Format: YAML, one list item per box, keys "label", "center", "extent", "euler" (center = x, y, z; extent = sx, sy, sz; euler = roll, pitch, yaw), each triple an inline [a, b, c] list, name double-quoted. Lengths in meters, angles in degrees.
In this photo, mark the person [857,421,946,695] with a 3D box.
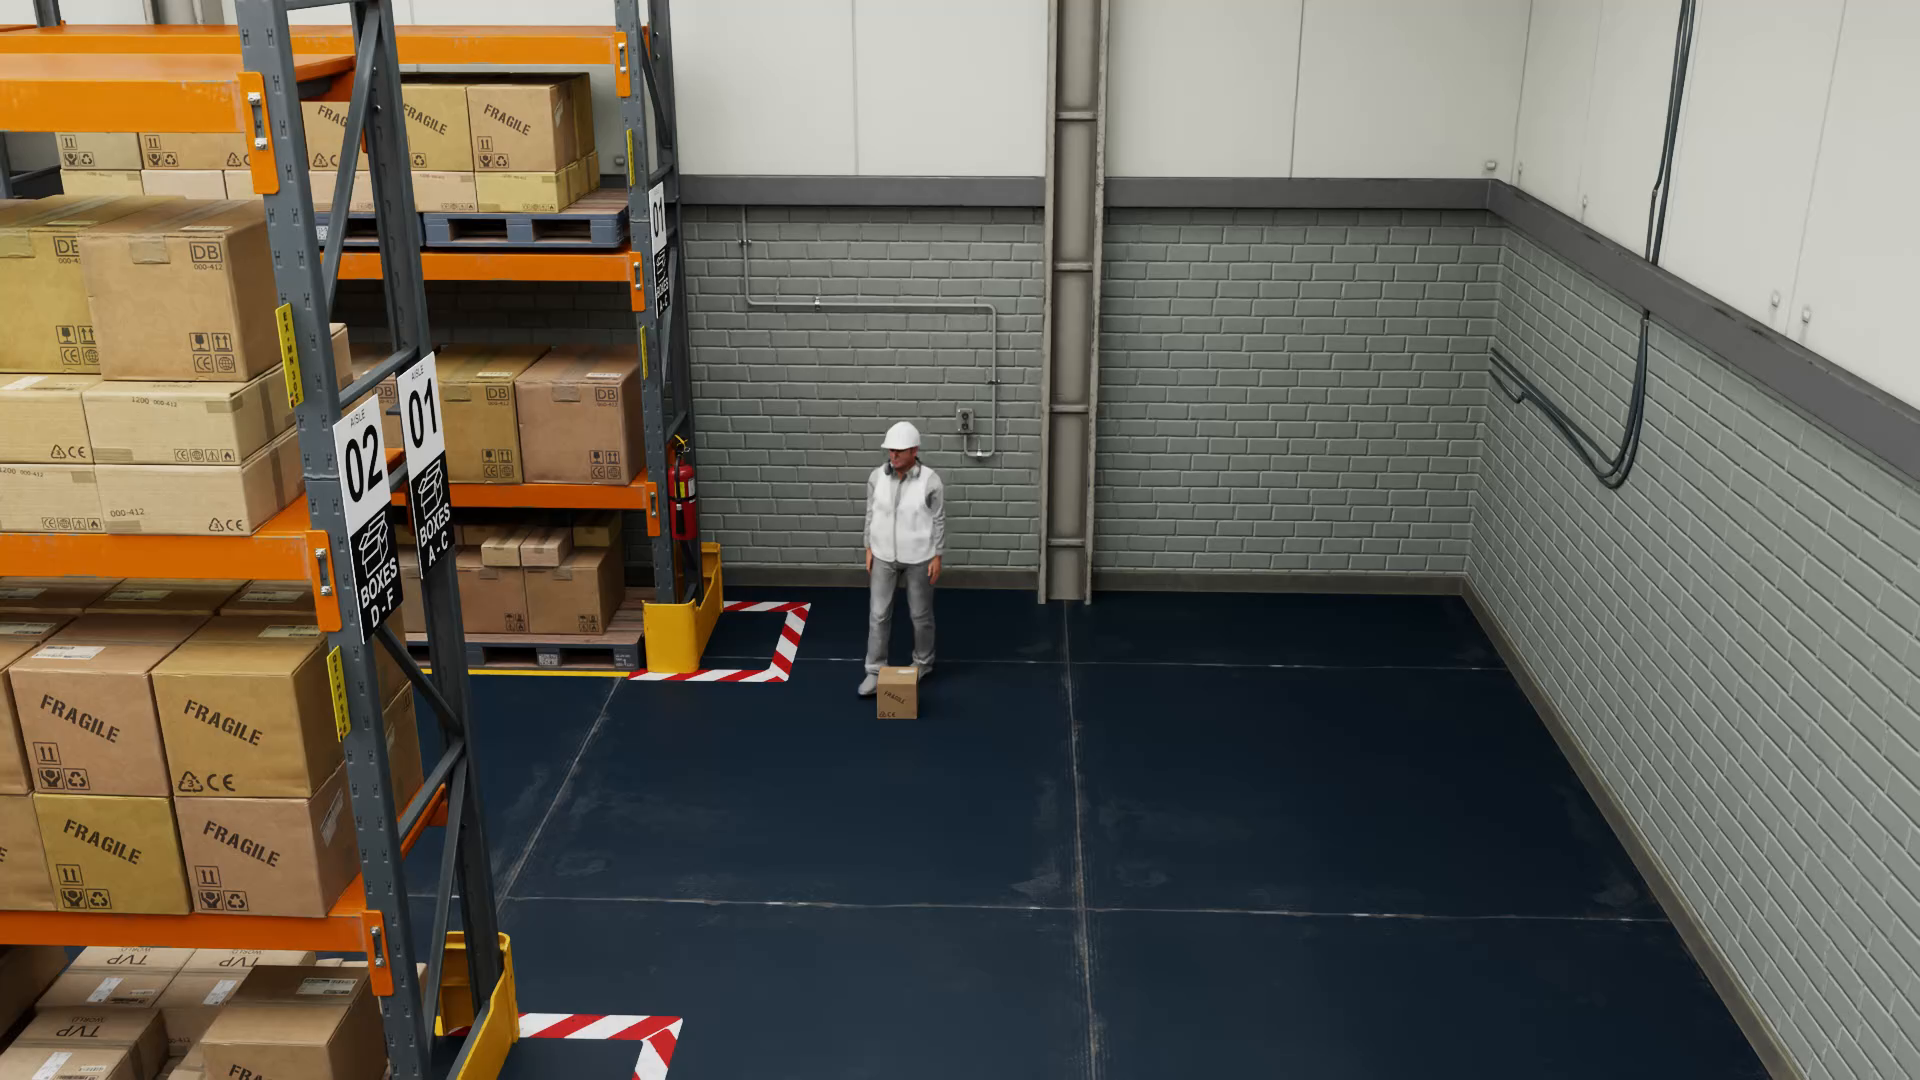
- label: "person"
  center: [-0.390, 0.122, 10.709]
  extent: [0.546, 1.769, 0.600]
  euler: [6, 21, 14]
